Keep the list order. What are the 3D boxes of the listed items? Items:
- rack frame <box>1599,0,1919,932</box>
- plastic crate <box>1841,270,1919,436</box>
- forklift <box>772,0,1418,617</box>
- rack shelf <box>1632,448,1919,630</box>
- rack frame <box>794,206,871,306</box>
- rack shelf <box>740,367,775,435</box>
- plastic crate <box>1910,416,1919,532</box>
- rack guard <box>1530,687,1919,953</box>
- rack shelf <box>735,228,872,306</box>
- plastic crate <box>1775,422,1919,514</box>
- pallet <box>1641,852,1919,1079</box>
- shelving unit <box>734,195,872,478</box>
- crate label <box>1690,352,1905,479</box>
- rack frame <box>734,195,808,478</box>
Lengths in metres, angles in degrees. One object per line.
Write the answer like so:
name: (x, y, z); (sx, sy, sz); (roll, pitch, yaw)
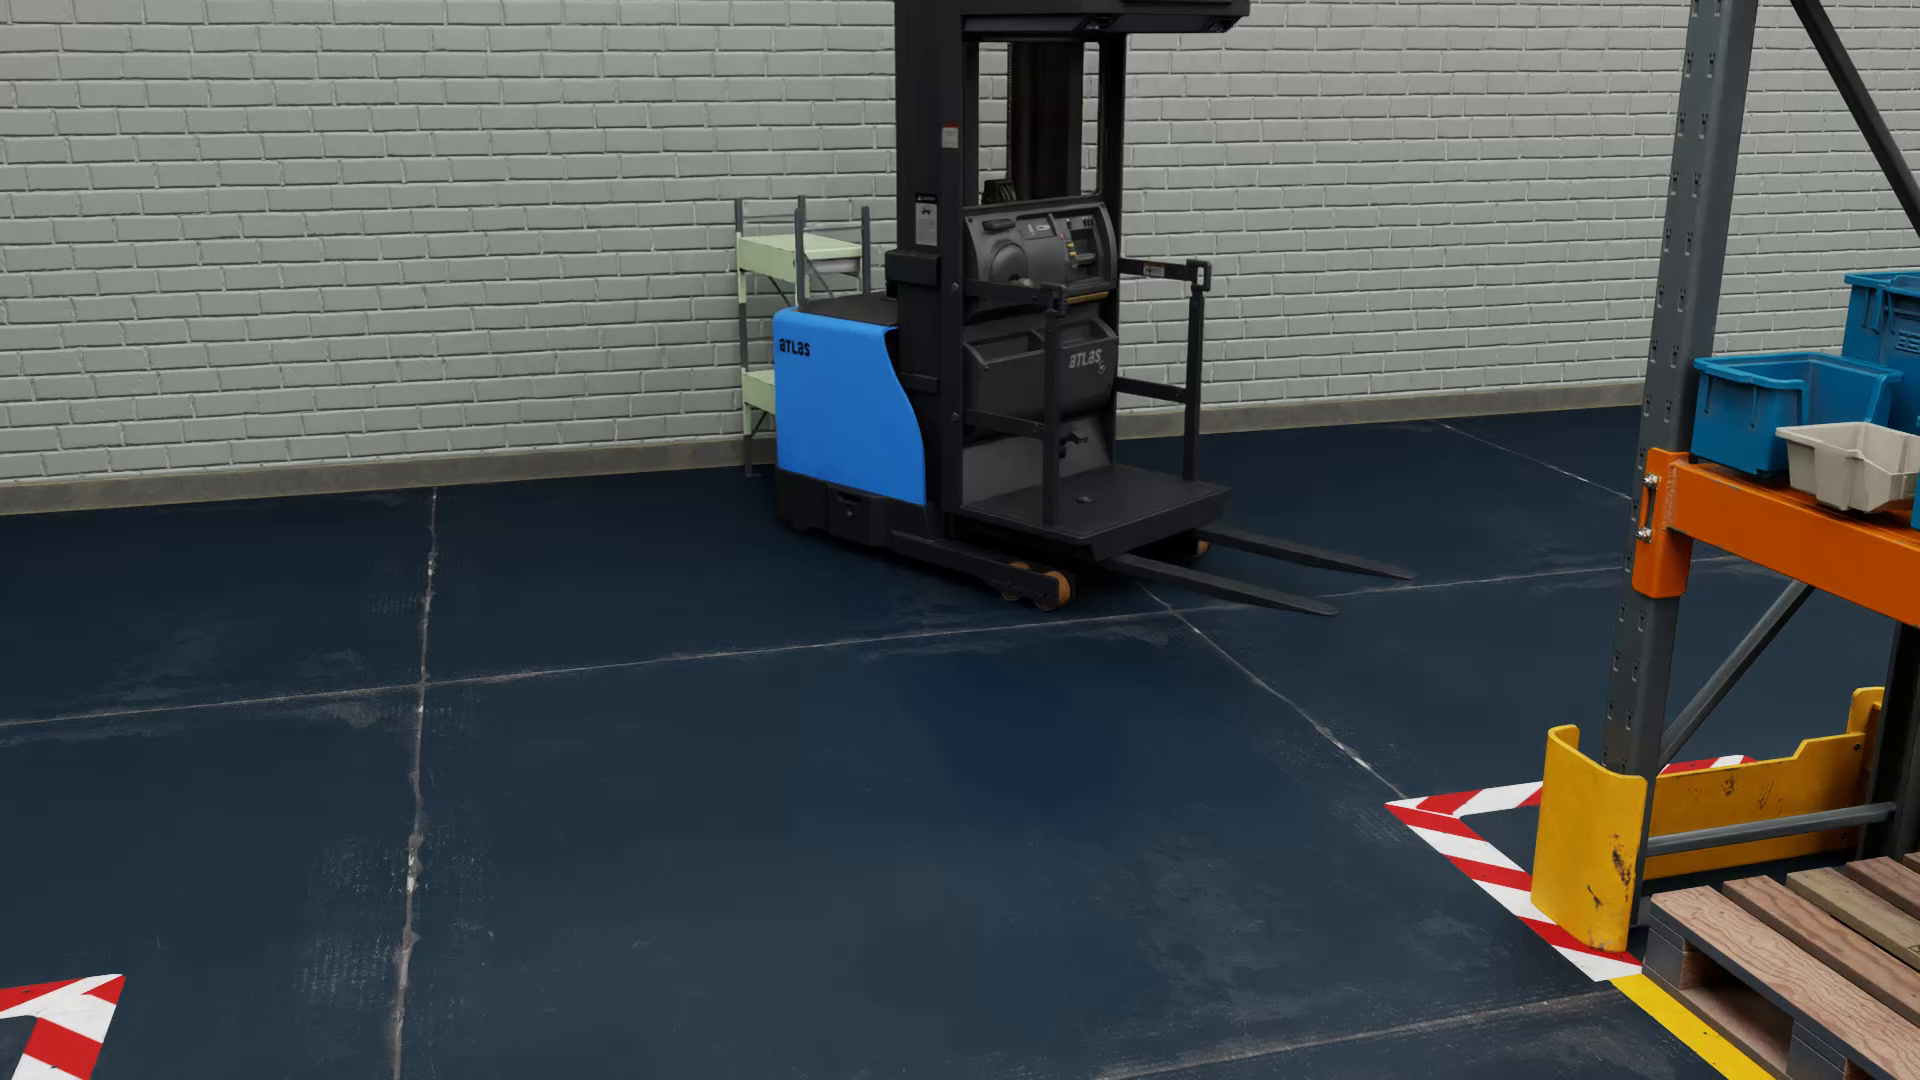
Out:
rack frame: (2.196, -0.439, 4.198); (1.000, 3.000, 0.127); (-5, 17, -15)
plastic crate: (2.468, -0.406, 3.925); (0.616, 0.435, 0.499); (-5, 17, -15)
forklift: (0.517, -1.275, 7.102); (3.031, 2.935, 1.130); (15, 22, 41)
rack shelf: (2.746, 0.459, 2.460); (1.077, 0.370, 4.000); (-5, 17, -15)
rack frame: (-0.626, -0.911, 8.377); (0.400, 1.500, 0.023); (-10, 19, -29)
rack shelf: (-0.813, -0.689, 8.772); (0.431, 0.370, 0.720); (-10, 19, -29)
plastic crate: (2.129, -0.111, 3.294); (0.416, 0.233, 0.300); (-5, 17, -15)
rack guard: (2.177, 0.753, 4.577); (1.175, 0.500, 0.348); (-5, 17, -15)
rack shelf: (-0.813, -1.375, 8.566); (0.431, 0.370, 0.720); (-10, 19, -29)
plastic crate: (1.956, -0.152, 3.597); (0.250, 0.136, 0.298); (-5, 17, -15)
pallet: (2.386, 1.128, 3.830); (1.003, 0.211, 1.213); (-5, 17, -15)
shelving unit: (-0.813, -1.001, 8.678); (0.431, 1.500, 0.755); (-10, 19, -29)
crate label: (1.948, -0.293, 3.900); (0.416, 0.233, 0.303); (-5, 17, -15)
rack frame: (-1.000, -1.092, 8.979); (0.400, 1.500, 0.023); (-10, 19, -29)
